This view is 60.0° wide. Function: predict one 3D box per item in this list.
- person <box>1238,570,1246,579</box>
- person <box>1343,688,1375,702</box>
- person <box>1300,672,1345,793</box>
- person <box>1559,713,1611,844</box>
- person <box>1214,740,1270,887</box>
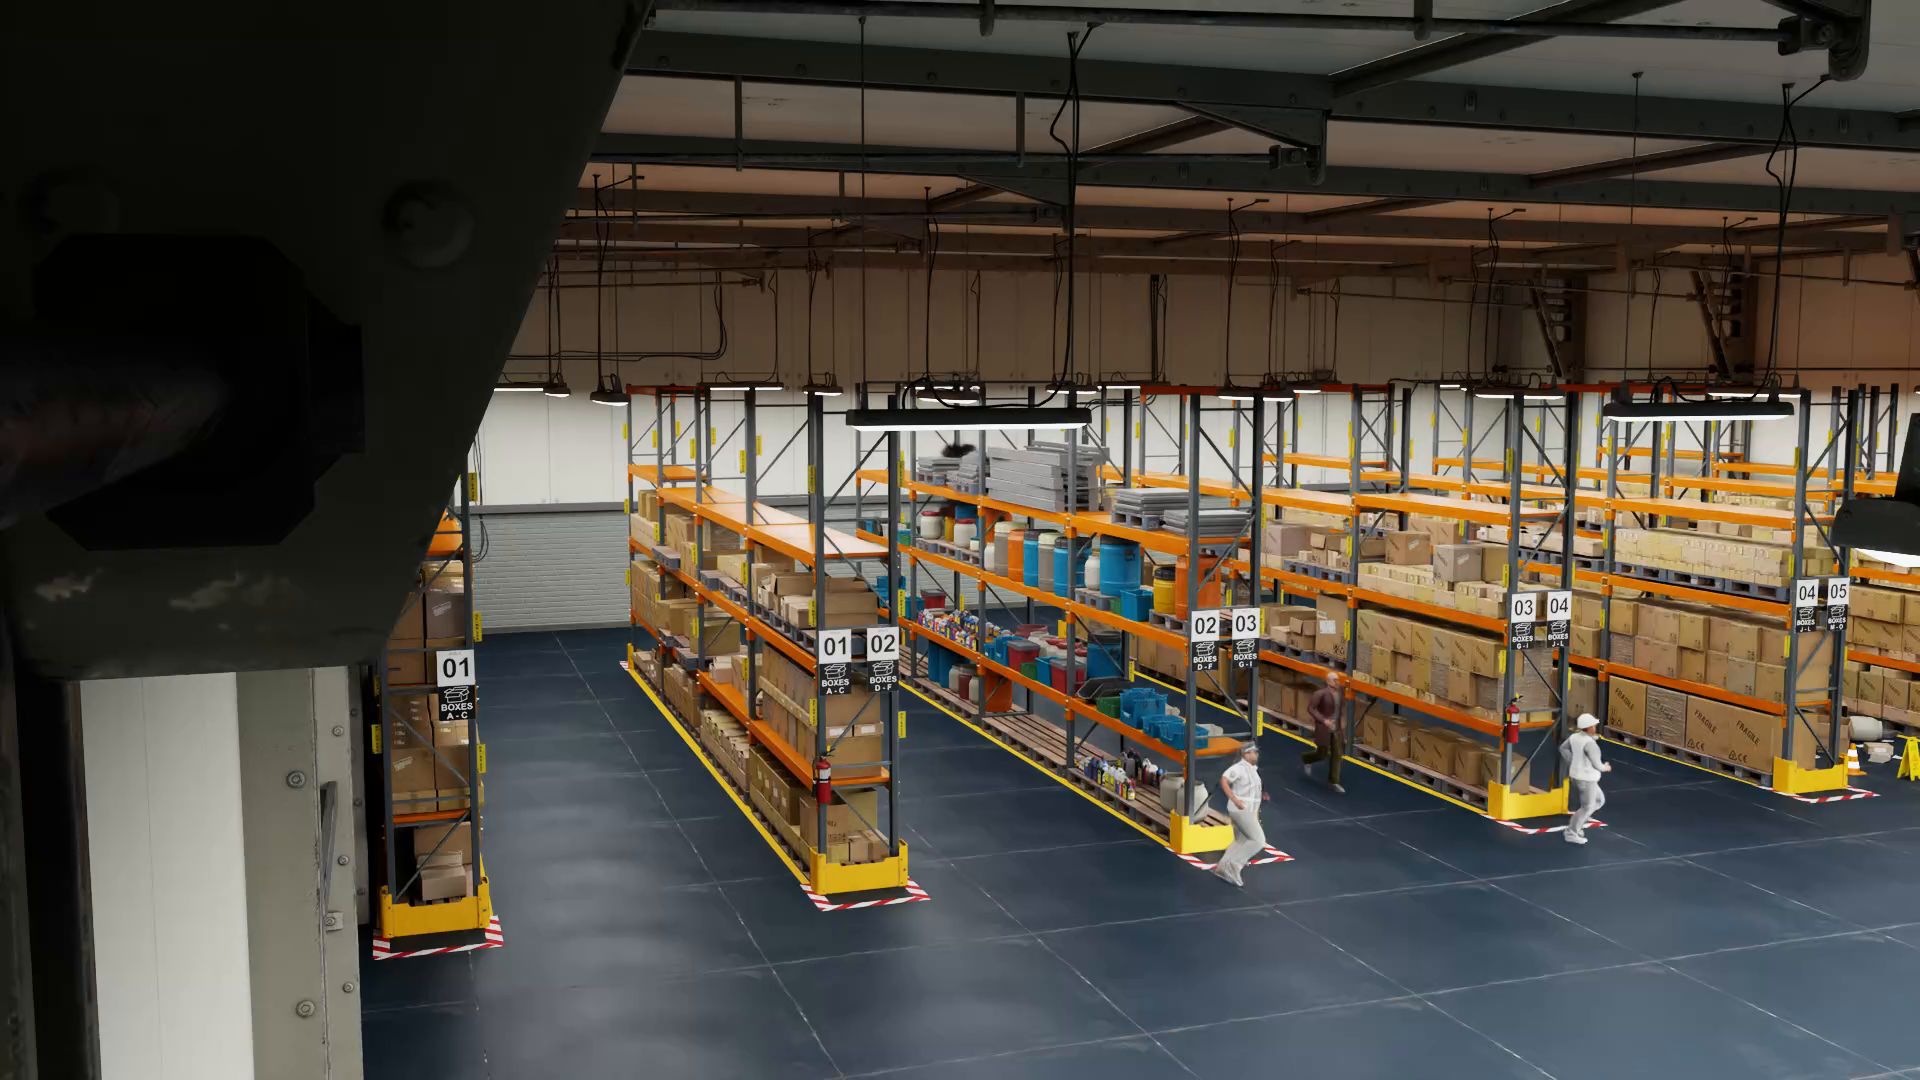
[{"bbox_3d":[6.362,1.570,38.068,0.654,1.791,0.868,-1,6,-10],"label":"person"},{"bbox_3d":[7.520,2.350,30.873,0.587,1.645,0.841,-2,6,-21],"label":"person"},{"bbox_3d":[5.561,2.869,25.158,0.736,1.769,0.940,-3,7,-30],"label":"person"},{"bbox_3d":[8.370,3.169,22.196,0.620,1.744,0.663,0,6,-4],"label":"person"},{"bbox_3d":[3.511,3.348,20.571,0.637,1.755,0.681,2,6,18],"label":"person"}]
